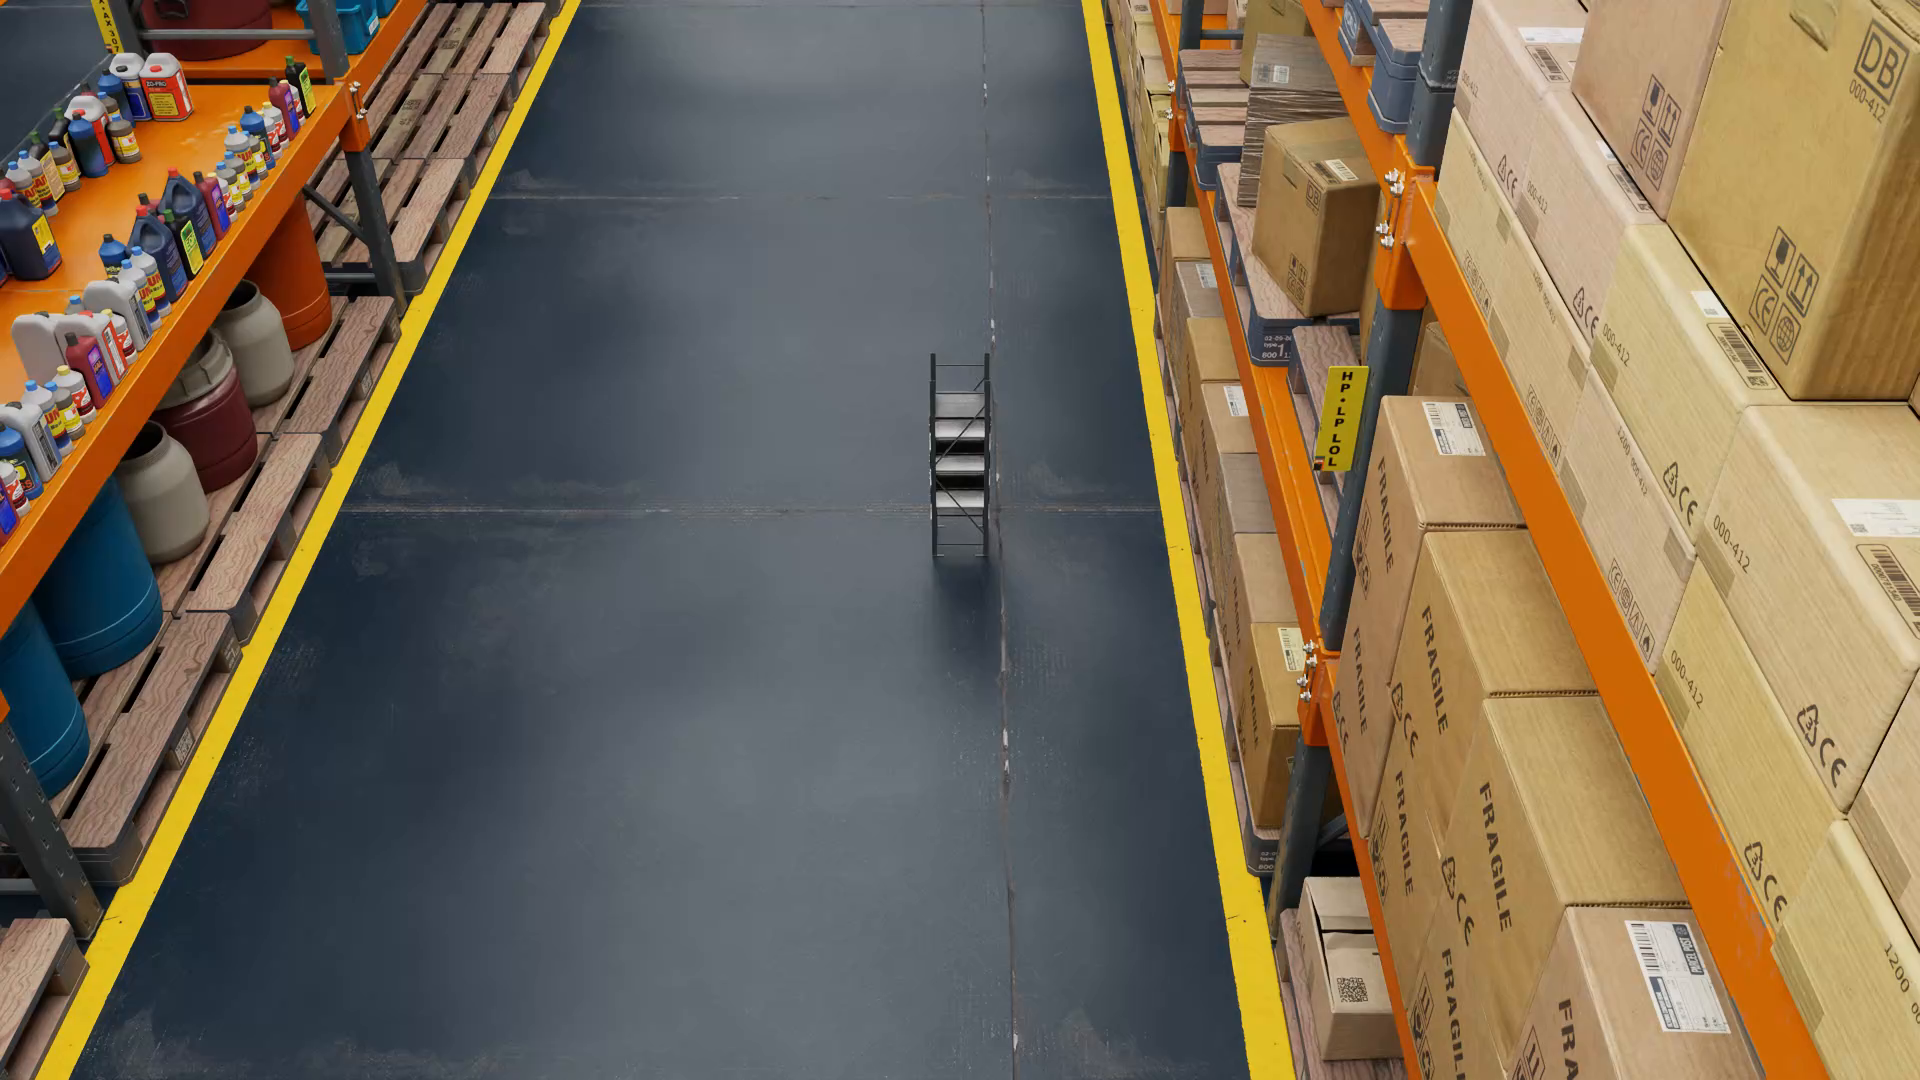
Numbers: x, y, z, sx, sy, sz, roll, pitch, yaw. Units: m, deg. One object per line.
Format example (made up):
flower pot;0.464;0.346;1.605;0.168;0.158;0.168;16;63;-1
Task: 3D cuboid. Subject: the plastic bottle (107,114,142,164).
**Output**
plastic bottle;-3.614;-1.737;7.178;0.097;0.201;0.097;0;39;0

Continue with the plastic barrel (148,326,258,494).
plastic barrel;-3.397;-0.574;7.160;0.600;0.588;0.708;0;39;0

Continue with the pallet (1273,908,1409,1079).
pallet;1.541;1.655;5.016;1.003;0.211;1.213;0;39;0

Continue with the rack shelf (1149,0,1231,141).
rack shelf;1.535;-3.334;9.587;1.077;0.370;4.000;0;39;0

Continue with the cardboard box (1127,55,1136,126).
cardboard box;1.287;-2.742;10.136;0.500;0.250;0.500;1;39;1

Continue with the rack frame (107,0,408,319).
rack frame;-3.416;-2.363;7.800;1.000;3.000;0.127;0;39;0

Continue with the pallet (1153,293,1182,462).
pallet;1.500;-0.809;8.091;1.003;0.211;1.213;0;39;0

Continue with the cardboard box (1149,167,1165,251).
cardboard box;1.293;-1.784;8.940;0.500;0.250;0.500;1;39;1

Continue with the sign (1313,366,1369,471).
sign;0.987;-0.312;4.315;0.100;0.325;0.005;0;39;0

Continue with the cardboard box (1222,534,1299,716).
cardboard box;1.262;0.323;6.095;0.500;0.500;0.500;0;39;0

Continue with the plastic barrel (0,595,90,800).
plastic barrel;-3.395;0.453;5.628;0.600;0.901;0.708;0;39;0

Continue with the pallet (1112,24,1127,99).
pallet;1.572;-3.317;11.220;1.003;0.211;1.213;0;39;0

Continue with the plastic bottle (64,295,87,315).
plastic bottle;-3.157;-0.786;5.991;0.097;0.201;0.097;0;39;0

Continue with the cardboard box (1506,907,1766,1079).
cardboard box;1.264;0.970;2.761;0.500;0.500;0.500;1;39;1

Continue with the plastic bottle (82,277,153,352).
plastic bottle;-3.033;-0.827;5.982;0.152;0.276;0.135;0;39;0

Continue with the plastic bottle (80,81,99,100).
plastic bottle;-3.784;-1.841;7.242;0.061;0.283;0.133;0;39;0

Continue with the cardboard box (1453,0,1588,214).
cardboard box;1.294;-0.866;3.253;0.500;0.250;0.500;0;39;0

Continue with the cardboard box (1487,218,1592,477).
cardboard box;1.291;-0.358;3.019;0.500;0.250;0.500;0;39;0

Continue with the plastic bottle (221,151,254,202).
plastic bottle;-3.007;-1.512;6.897;0.097;0.201;0.097;0;39;0

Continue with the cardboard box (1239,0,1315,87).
cardboard box;1.650;-2.173;7.148;0.700;0.500;0.500;-12;40;-15

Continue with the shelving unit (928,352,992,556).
shelving unit;0.000;-0.346;6.962;0.258;0.900;0.210;0;39;0

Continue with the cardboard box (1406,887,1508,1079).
cardboard box;1.272;1.050;3.461;0.500;0.500;0.500;0;39;0

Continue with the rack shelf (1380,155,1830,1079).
rack shelf;1.544;0.498;2.406;1.077;0.370;4.000;0;39;0

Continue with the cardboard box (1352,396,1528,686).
cardboard box;1.261;0.003;3.968;0.500;0.500;0.500;1;39;1

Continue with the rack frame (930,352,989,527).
rack frame;0.000;-0.410;7.042;0.240;0.900;0.006;0;39;0

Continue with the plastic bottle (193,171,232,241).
plastic bottle;-2.988;-1.350;6.629;0.061;0.283;0.133;0;39;0

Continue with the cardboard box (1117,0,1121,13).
cardboard box;1.279;-3.604;10.763;0.500;0.311;0.500;0;39;-1

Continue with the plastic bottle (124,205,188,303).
plastic bottle;-3.029;-1.078;6.236;0.144;0.351;0.185;0;39;0

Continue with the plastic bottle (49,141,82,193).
plastic bottle;-3.766;-1.569;6.968;0.097;0.201;0.097;0;39;0

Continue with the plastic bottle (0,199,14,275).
plastic bottle;-3.737;-1.176;6.419;0.152;0.276;0.135;0;39;0

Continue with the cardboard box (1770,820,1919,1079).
cardboard box;1.279;0.580;1.849;0.500;0.250;0.500;0;39;0

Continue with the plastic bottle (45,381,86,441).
plastic bottle;-3.005;-0.436;5.554;0.097;0.201;0.097;0;39;0

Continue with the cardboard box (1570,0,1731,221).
cardboard box;1.439;-0.846;2.628;0.700;0.500;0.500;0;39;0

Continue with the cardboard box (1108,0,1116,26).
cardboard box;1.285;-3.704;11.336;0.500;0.250;0.500;-1;39;-1

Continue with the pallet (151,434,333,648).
pallet;-3.375;-0.021;7.107;1.003;0.211;1.213;0;39;0

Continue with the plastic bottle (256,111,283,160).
plastic bottle;-3.007;-1.755;7.201;0.097;0.201;0.097;0;39;0

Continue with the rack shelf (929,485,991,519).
rack shelf;0.000;-0.180;7.096;0.258;0.077;0.200;0;39;0

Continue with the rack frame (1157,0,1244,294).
rack frame;1.537;-2.364;7.801;1.000;3.000;0.127;0;39;0

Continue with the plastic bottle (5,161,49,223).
plastic bottle;-3.765;-1.391;6.690;0.097;0.271;0.097;0;39;0

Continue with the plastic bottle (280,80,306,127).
plastic bottle;-3.007;-1.961;7.457;0.097;0.201;0.097;0;39;0

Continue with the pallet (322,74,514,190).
pallet;-3.377;-2.520;10.226;1.003;0.211;1.213;0;39;0

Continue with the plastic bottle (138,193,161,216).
plastic bottle;-3.132;-1.234;6.485;0.061;0.283;0.133;0;39;0

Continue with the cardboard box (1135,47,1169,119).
cardboard box;1.285;-2.642;9.563;0.500;0.311;0.500;0;39;0

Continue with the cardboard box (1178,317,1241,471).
cardboard box;1.254;-0.634;7.290;0.500;0.500;0.500;-1;39;-1

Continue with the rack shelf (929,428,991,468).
rack shelf;0.000;-0.390;6.927;0.258;0.077;0.200;0;39;0

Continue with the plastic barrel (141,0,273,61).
plastic barrel;-3.720;-2.706;8.119;0.600;0.536;0.708;0;39;0

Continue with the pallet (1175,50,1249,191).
pallet;1.608;-1.865;7.333;1.213;0.211;1.003;0;39;0

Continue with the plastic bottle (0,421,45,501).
plastic bottle;-3.004;-0.257;5.275;0.097;0.271;0.097;0;39;0

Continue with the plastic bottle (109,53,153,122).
plastic bottle;-3.739;-2.044;7.501;0.152;0.276;0.135;0;39;0

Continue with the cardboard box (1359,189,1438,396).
cardboard box;1.701;-0.792;5.424;0.700;0.500;0.500;6;39;7

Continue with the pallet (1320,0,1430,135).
pallet;1.611;-1.368;4.310;1.213;0.211;1.003;0;39;0

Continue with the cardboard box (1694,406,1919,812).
cardboard box;1.286;0.072;2.082;0.500;0.250;0.500;0;39;0
